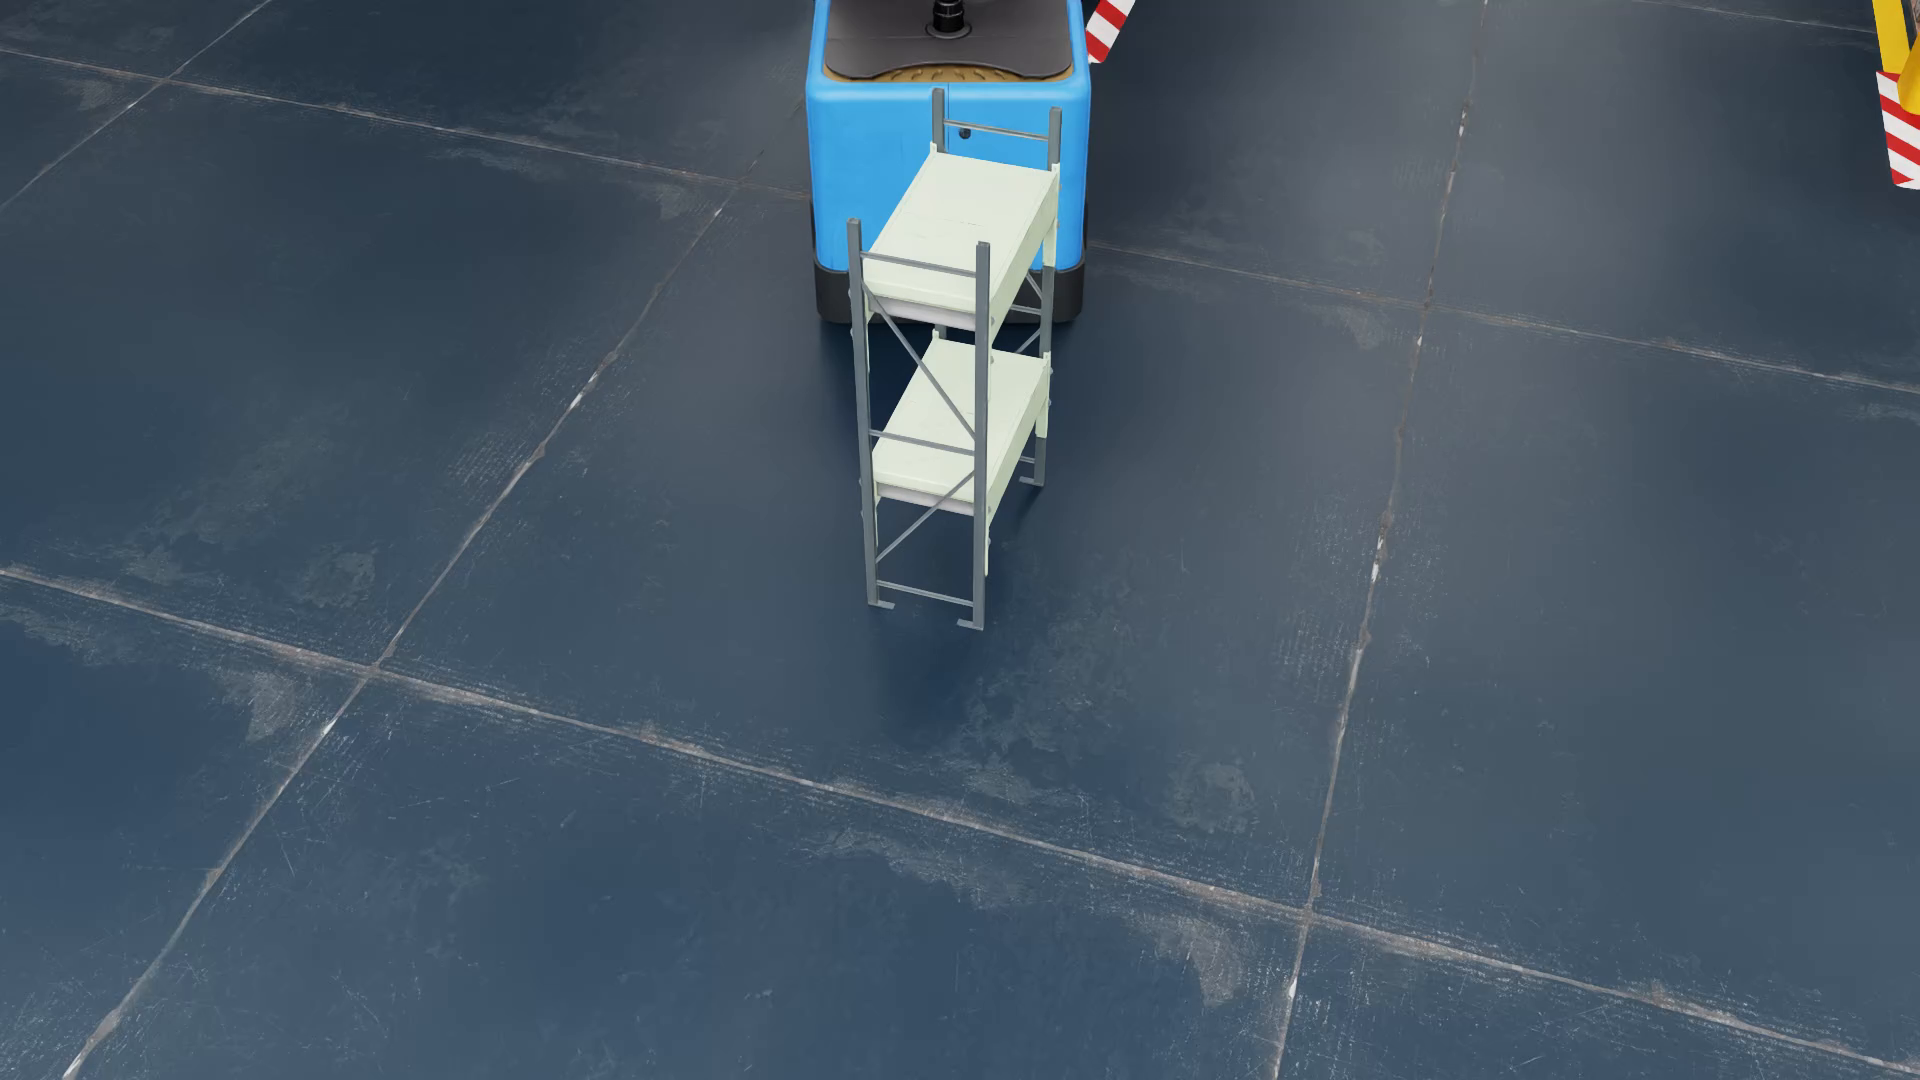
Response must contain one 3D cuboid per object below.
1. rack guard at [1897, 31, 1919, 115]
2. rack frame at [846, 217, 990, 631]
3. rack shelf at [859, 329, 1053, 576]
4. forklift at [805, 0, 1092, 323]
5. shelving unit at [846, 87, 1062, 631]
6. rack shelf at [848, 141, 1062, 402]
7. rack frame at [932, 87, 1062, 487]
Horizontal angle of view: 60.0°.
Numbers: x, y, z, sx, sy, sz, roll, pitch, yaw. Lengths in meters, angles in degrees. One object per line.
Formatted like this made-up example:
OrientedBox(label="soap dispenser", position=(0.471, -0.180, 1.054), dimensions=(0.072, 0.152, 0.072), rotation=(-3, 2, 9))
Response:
OrientedBox(label="rack guard", position=(5.027, -2.175, 7.615), dimensions=(1.175, 0.500, 0.348), rotation=(13, 46, 13))
OrientedBox(label="rack frame", position=(-0.113, -0.288, 4.972), dimensions=(0.400, 1.500, 0.023), rotation=(13, 46, 12))
OrientedBox(label="rack shelf", position=(-0.002, -0.299, 5.449), dimensions=(0.431, 0.370, 0.720), rotation=(13, 46, 12))
OrientedBox(label="forklift", position=(-0.047, -2.905, 6.623), dimensions=(1.130, 2.935, 3.031), rotation=(0, 44, 0))
OrientedBox(label="shelving unit", position=(-0.002, -0.532, 5.221), dimensions=(0.431, 1.500, 0.755), rotation=(13, 46, 12))
OrientedBox(label="rack shelf", position=(-0.002, -0.811, 4.948), dimensions=(0.431, 0.370, 0.720), rotation=(13, 46, 12))
OrientedBox(label="rack frame", position=(0.109, -0.776, 5.470), dimensions=(0.400, 1.500, 0.023), rotation=(13, 46, 12))
